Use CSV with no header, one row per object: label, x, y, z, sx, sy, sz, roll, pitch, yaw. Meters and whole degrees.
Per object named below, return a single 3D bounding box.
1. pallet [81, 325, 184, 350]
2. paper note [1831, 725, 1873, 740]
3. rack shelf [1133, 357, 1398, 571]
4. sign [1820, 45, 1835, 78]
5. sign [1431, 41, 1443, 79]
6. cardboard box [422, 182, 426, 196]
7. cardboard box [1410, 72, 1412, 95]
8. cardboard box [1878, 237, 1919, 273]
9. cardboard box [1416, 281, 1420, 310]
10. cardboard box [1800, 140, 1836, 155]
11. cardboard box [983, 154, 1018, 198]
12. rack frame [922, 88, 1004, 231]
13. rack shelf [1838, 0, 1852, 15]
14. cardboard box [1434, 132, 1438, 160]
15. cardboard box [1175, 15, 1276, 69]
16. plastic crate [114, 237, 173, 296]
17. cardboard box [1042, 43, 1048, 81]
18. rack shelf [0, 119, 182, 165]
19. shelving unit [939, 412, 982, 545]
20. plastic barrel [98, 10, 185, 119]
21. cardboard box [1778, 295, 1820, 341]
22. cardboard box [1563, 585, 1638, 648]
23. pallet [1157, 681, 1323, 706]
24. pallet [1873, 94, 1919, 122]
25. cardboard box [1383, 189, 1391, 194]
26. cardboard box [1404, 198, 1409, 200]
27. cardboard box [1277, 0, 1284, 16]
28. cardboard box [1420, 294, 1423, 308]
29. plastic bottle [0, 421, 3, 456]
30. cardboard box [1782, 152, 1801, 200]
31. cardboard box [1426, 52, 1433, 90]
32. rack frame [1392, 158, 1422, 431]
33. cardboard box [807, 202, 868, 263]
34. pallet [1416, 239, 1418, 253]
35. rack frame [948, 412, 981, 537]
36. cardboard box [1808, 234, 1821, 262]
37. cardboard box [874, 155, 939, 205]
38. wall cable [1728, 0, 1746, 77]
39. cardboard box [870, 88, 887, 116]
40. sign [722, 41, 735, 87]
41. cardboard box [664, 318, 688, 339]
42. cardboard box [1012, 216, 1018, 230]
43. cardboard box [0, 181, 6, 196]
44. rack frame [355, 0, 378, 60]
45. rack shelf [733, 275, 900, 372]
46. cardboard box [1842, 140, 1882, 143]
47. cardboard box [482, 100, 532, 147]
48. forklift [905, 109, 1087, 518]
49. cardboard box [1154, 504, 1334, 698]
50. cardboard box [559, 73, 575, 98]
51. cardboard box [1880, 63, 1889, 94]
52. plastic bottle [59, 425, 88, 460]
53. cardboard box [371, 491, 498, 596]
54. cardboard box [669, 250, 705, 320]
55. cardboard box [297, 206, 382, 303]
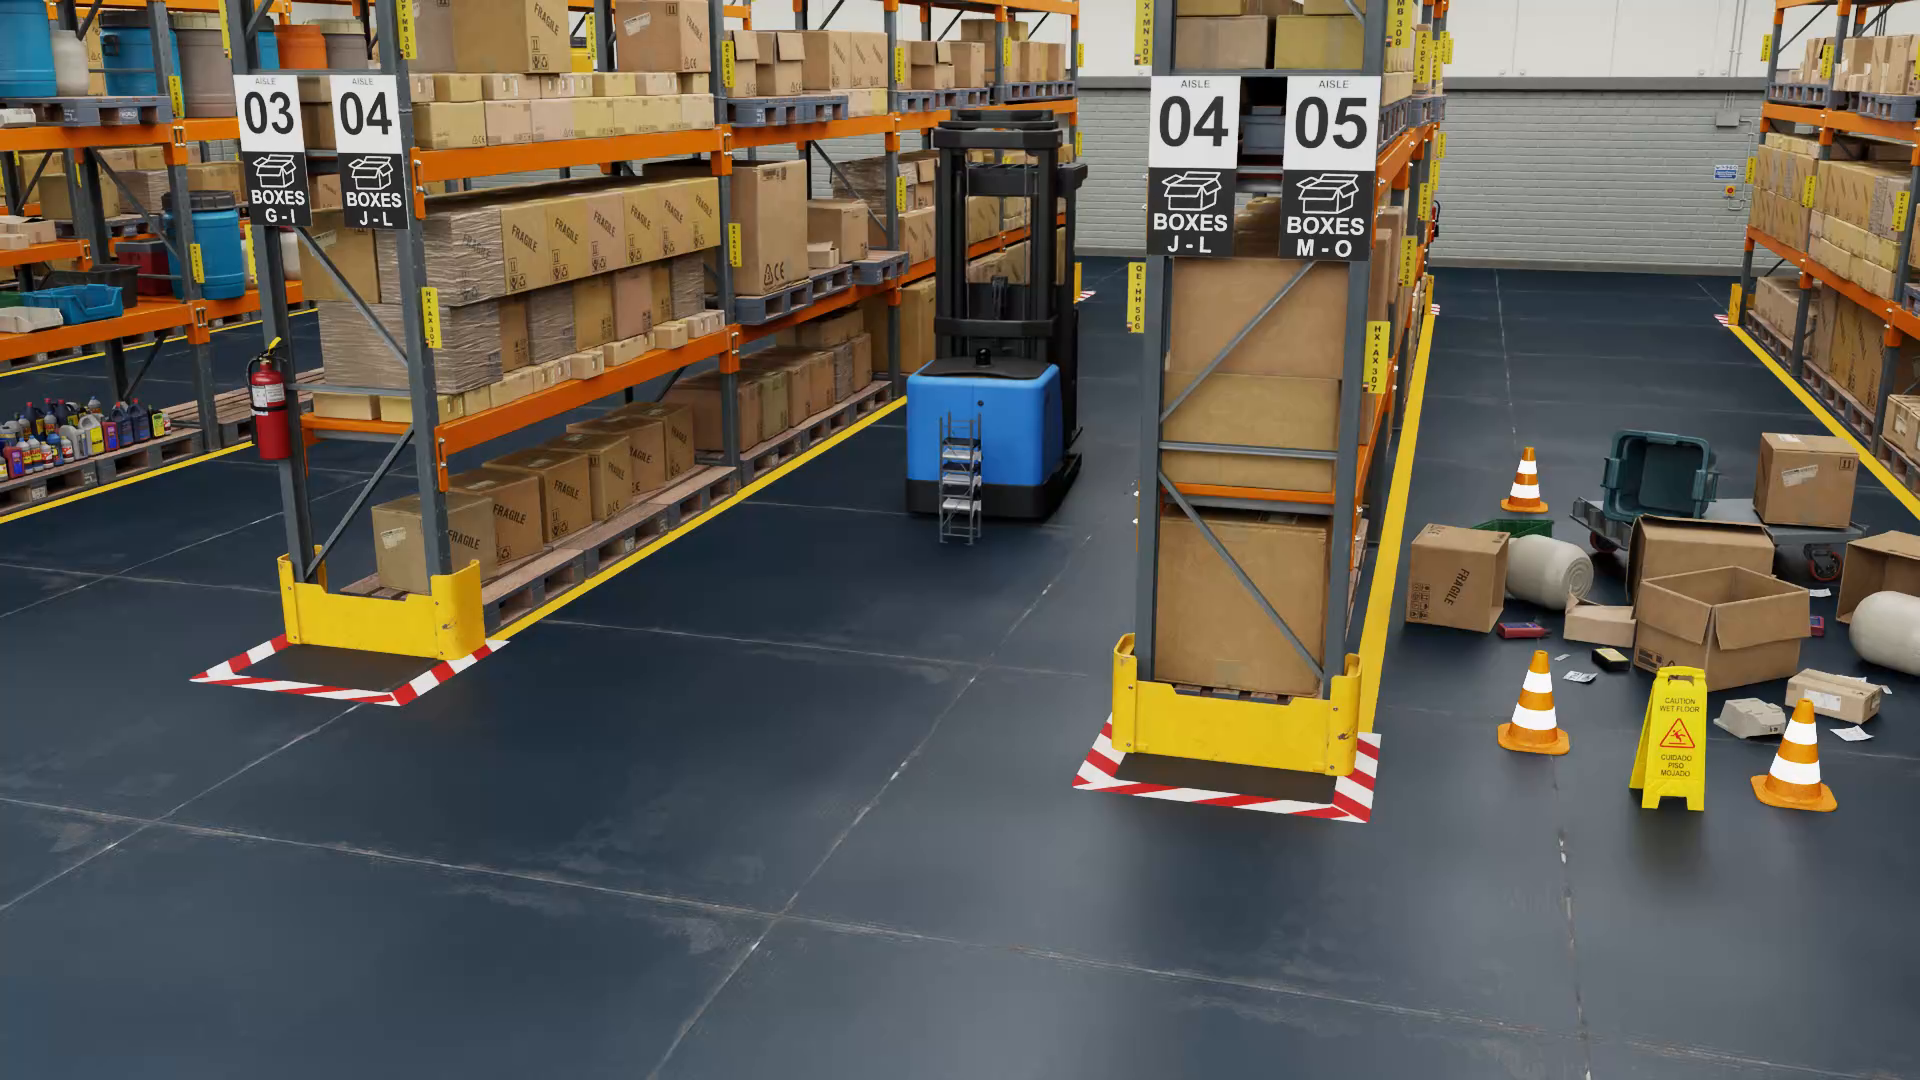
pallet,-10.352,-2.539,20.395,1.003,0.211,1.213,5,16,16
paper note,4.484,0.969,8.357,0.148,0.019,0.142,-1,16,-3
rack shelf,1.918,-0.592,9.739,1.077,0.370,4.000,5,16,16
sign,9.002,-4.970,17.264,0.100,0.325,0.005,5,16,16
sign,4.153,-4.193,14.525,0.100,0.325,0.005,5,16,16
cardboard box,-8.484,-5.425,25.275,0.500,0.500,0.500,5,17,16
cardboard box,2.618,-2.848,10.383,0.380,0.149,0.250,5,17,17
cardboard box,8.292,-2.465,14.383,0.500,0.250,0.500,5,16,16
cardboard box,4.791,-2.700,18.290,0.500,0.250,0.500,4,16,14
cardboard box,9.667,-4.404,18.657,0.380,0.149,0.250,4,16,15
cardboard box,0.414,-4.503,20.563,0.500,0.500,0.500,5,16,16
rack frame,0.033,-3.966,20.313,1.000,3.000,0.127,5,16,16
rack shelf,8.966,-5.021,15.093,1.077,0.370,4.000,5,16,16
cardboard box,5.722,-4.865,20.924,0.500,0.500,0.500,6,17,19
cardboard box,1.221,-2.329,7.823,0.500,0.250,0.500,5,17,17
plastic crate,-7.145,-2.438,14.810,0.402,0.464,0.583,5,16,16
cardboard box,0.798,-6.475,22.529,0.700,0.500,0.500,4,16,14
rack shelf,-7.558,-2.830,12.133,1.077,0.370,4.000,5,16,16
shelving unit,0.002,-0.435,11.714,0.258,0.900,0.210,5,16,16
plastic barrel,-7.053,-4.091,14.339,0.600,0.901,0.708,5,16,16
cardboard box,10.070,-2.557,19.272,0.875,0.438,0.875,4,16,14
cardboard box,3.764,0.446,9.769,0.396,0.266,0.258,8,18,25
pallet,1.502,0.711,8.935,1.003,0.211,1.213,5,16,16
pallet,8.530,-3.675,14.139,1.213,0.211,1.003,5,17,18
cardboard box,3.055,-2.520,13.201,0.700,0.500,0.500,4,16,15
cardboard box,4.387,-3.390,16.886,0.380,0.149,0.250,4,16,15
cardboard box,1.553,-2.884,9.051,0.380,0.149,0.250,5,17,16
cardboard box,5.597,-3.002,20.826,0.380,0.149,0.250,5,17,16
plastic bottle,-7.791,-0.854,13.393,0.144,0.351,0.185,4,16,15
cardboard box,9.691,-4.137,18.903,0.500,0.500,0.500,5,17,17
cardboard box,3.614,-3.862,13.660,0.500,0.311,0.500,5,16,16
rack frame,3.623,-2.508,15.175,1.000,3.000,0.127,5,16,16
cardboard box,-1.282,-2.871,15.502,0.700,0.500,0.500,7,17,24
pallet,4.146,-2.937,17.038,1.003,0.211,1.213,5,16,16
rack frame,0.031,-0.462,11.808,0.240,0.900,0.006,5,16,16
cardboard box,9.156,-3.030,17.291,0.500,0.250,0.500,4,16,15
cardboard box,-0.508,-3.986,18.364,0.797,0.503,0.637,5,17,18
wall cable,12.018,-8.640,25.799,0.463,3.000,0.029,5,16,16
cardboard box,-1.004,-4.147,15.730,0.500,0.250,0.500,5,16,16
sign,-1.718,-3.524,12.313,0.100,0.325,0.005,5,16,16
cardboard box,-2.229,-1.547,12.248,0.380,0.149,0.250,5,16,16
cardboard box,0.511,-3.965,20.772,0.380,0.149,0.250,4,16,14
cardboard box,-14.104,-5.178,23.824,0.500,0.500,0.500,4,16,15
rack frame,-5.852,-6.189,17.159,1.000,3.000,0.127,5,16,16
rack shelf,-1.672,-2.050,14.877,1.077,0.370,4.000,5,16,16
cardboard box,10.188,-4.439,18.778,0.380,0.149,0.250,5,16,16
cardboard box,-2.852,-2.438,9.707,0.500,0.250,0.500,4,16,15
forklift,0.400,-1.930,13.262,1.130,2.935,3.031,3,16,11
cardboard box,1.479,0.223,8.672,0.875,0.875,0.875,5,17,16
cardboard box,-2.649,-2.849,10.426,0.380,0.149,0.250,4,16,15
cardboard box,8.454,-4.119,14.832,0.396,0.266,0.258,4,16,14
plastic bottle,-7.092,-0.790,13.304,0.152,0.276,0.135,5,17,17
cardboard box,-3.184,0.012,10.100,0.500,0.500,0.500,8,18,26
cardboard box,-2.428,-1.951,12.482,0.875,0.500,0.500,5,16,16
cardboard box,-3.458,-1.661,9.629,0.500,0.500,0.500,5,16,16
